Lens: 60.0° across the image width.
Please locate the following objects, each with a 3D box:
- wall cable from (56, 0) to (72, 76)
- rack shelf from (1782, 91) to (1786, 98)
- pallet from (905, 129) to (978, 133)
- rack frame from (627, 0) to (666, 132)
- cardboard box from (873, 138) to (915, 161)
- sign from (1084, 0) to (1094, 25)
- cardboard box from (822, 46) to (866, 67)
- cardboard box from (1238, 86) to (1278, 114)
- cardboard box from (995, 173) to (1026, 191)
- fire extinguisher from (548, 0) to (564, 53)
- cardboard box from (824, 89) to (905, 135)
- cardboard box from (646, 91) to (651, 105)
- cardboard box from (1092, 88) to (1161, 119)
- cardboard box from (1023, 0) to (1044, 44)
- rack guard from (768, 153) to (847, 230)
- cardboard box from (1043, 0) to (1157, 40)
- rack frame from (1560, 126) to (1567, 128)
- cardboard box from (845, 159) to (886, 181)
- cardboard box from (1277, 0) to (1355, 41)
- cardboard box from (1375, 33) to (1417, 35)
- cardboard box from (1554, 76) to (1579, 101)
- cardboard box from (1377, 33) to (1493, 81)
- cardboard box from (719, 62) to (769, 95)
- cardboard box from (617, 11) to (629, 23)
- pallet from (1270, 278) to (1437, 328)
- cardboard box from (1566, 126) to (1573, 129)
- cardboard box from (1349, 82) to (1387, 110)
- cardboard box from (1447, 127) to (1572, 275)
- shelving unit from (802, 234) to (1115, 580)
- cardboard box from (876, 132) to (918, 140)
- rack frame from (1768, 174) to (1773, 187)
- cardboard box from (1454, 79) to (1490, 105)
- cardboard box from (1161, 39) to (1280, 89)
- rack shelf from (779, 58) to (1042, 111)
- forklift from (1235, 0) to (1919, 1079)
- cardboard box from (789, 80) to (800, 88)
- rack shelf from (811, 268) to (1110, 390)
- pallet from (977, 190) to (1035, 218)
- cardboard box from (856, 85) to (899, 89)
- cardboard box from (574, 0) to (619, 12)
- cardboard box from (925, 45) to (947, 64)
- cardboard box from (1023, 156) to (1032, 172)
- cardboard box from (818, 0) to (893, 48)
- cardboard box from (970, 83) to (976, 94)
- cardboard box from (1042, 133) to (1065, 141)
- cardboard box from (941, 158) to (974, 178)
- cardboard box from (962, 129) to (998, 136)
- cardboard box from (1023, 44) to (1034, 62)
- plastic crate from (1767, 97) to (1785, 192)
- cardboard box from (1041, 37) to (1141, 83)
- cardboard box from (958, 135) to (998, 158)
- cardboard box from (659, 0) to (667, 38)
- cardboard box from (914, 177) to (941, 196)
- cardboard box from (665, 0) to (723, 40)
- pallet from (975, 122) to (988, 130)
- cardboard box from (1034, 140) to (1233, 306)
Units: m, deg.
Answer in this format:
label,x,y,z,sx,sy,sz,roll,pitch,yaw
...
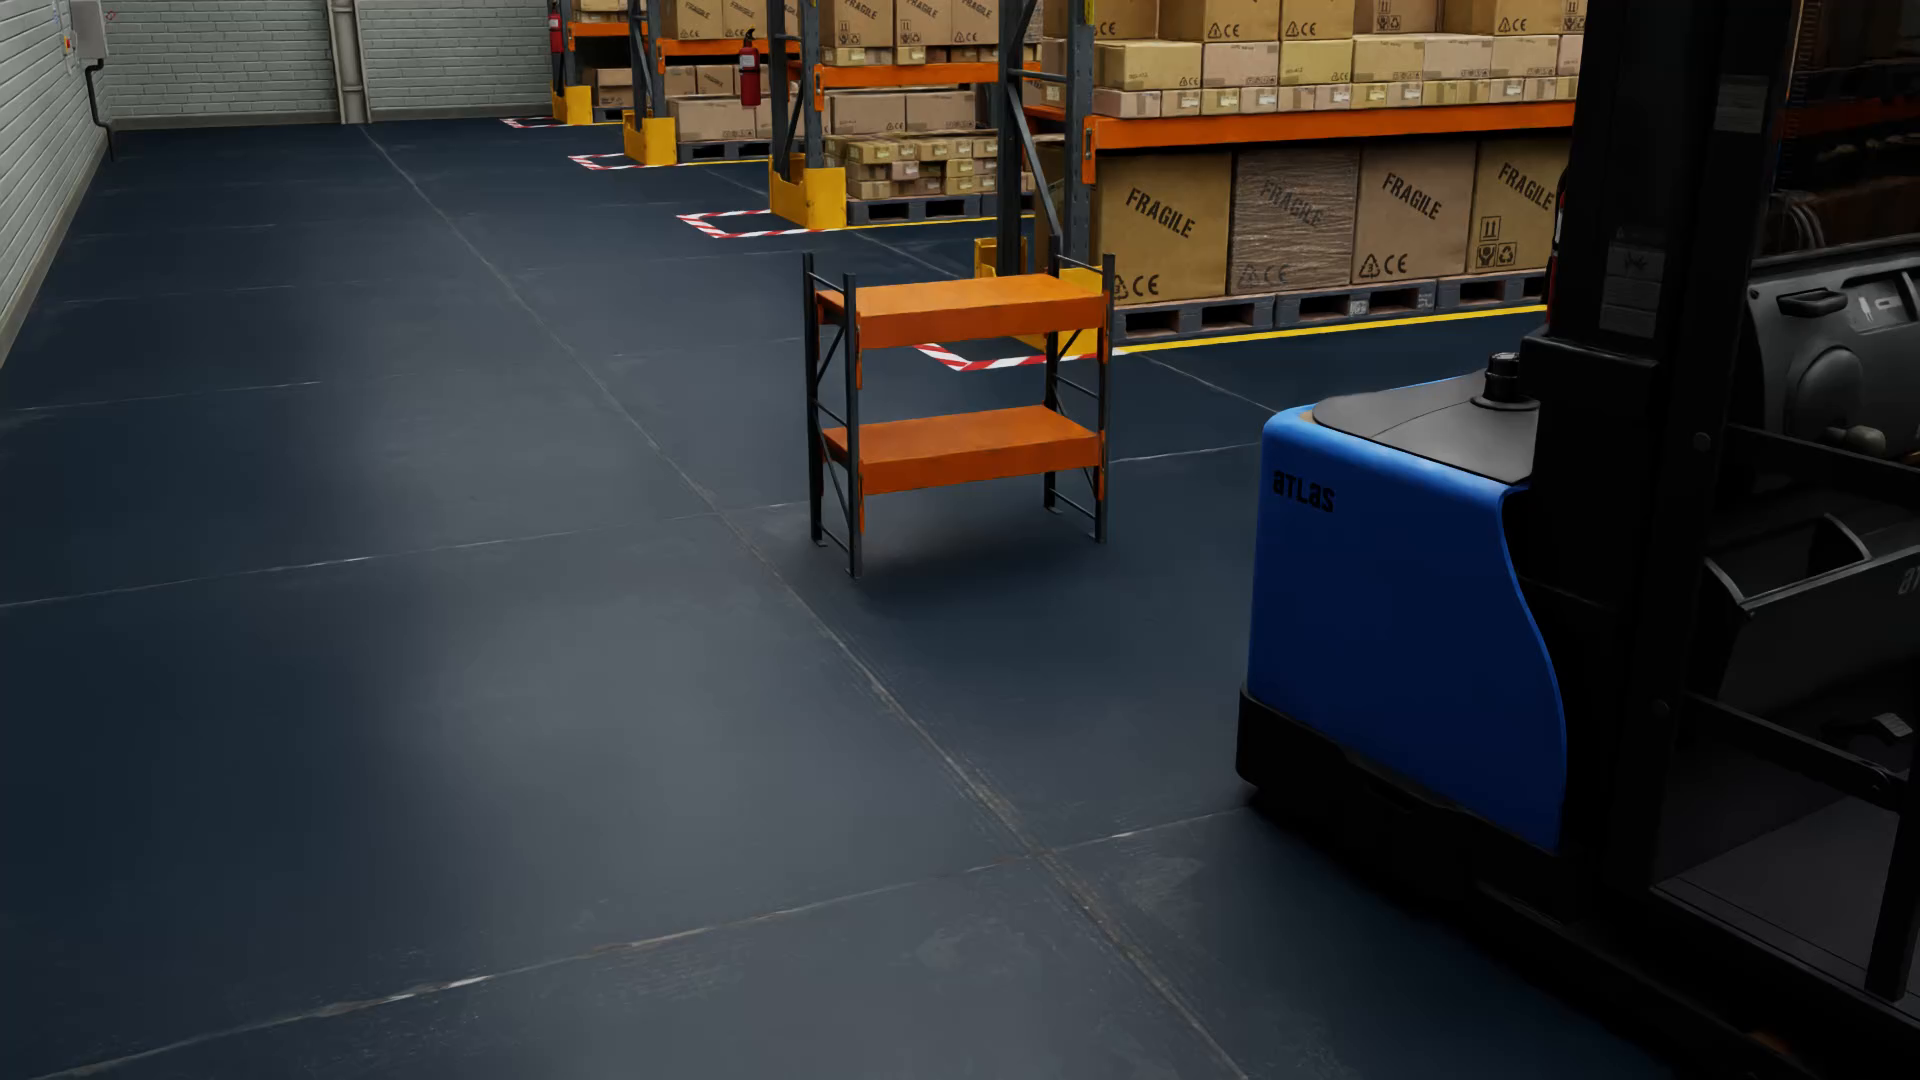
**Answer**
label,x,y,z,sx,sy,sz,roll,pitch,yaw
wall cable,-8.613,-5.424,15.834,0.123,1.953,0.585,-8,21,-22
rack shelf,5.989,-3.107,11.913,4.000,0.370,1.077,-8,21,-22
pallet,-0.502,-4.814,19.876,1.213,0.211,1.003,-8,21,-22
rack frame,-3.445,-5.679,18.135,0.127,3.000,1.000,-8,21,-22
cardboard box,-0.571,-3.355,14.299,0.250,0.149,0.380,-8,21,-21
sign,0.695,-2.933,8.912,0.005,0.325,0.100,-8,21,-22
cardboard box,-0.964,-4.007,13.764,0.250,0.149,0.380,-8,21,-22
cardboard box,1.646,-2.587,9.732,0.250,0.149,0.380,-8,21,-23
cardboard box,0.387,-3.171,14.671,0.250,0.149,0.380,-9,21,-25
fire extinguisher,-5.367,-6.820,22.052,0.183,0.674,0.296,-8,21,-22
cardboard box,-1.213,-5.027,19.508,0.875,0.438,0.875,-9,21,-24
cardboard box,-4.410,-6.141,23.108,0.250,0.149,0.380,-9,21,-24
cardboard box,0.937,-2.485,9.440,0.250,0.149,0.380,-8,21,-21
cardboard box,0.532,-4.553,14.338,0.500,0.500,0.500,-9,21,-23
rack guard,-1.322,-3.014,14.329,0.348,0.500,1.175,-8,21,-22
cardboard box,0.823,-3.225,9.812,0.500,0.500,0.500,-8,21,-21
rack frame,4.153,-3.183,11.046,0.127,3.000,1.000,-8,21,-22
cardboard box,-0.809,-3.167,14.213,0.250,0.149,0.380,-7,21,-20
cardboard box,1.960,-3.197,9.734,0.500,0.500,0.500,-9,21,-23
cardboard box,2.686,-3.137,10.693,0.500,0.250,0.500,-8,21,-21
cardboard box,3.766,-2.891,10.594,0.250,0.149,0.380,-8,21,-21
cardboard box,2.909,-2.979,10.243,0.500,0.250,0.500,-8,21,-21
cardboard box,-3.062,-6.500,23.598,0.500,0.500,0.700,-9,21,-24
cardboard box,-4.561,-7.126,22.623,0.250,0.149,0.380,-8,21,-23
pallet,2.302,-1.630,10.834,1.213,0.211,1.003,-8,21,-22
cardboard box,4.733,-2.469,11.586,0.875,0.875,1.225,-8,21,-22
cardboard box,2.349,-2.687,10.016,0.250,0.149,0.380,-9,21,-23
cardboard box,3.515,-2.317,11.152,0.875,0.875,0.875,-8,21,-22
shelving unit,-0.006,-0.530,6.333,1.048,1.125,0.538,-8,21,-22
cardboard box,-0.565,-3.552,14.859,0.250,0.149,0.380,-9,21,-23
rack frame,2.442,-1.147,5.262,0.127,3.000,1.000,-8,21,-22
cardboard box,3.058,-2.789,10.306,0.250,0.149,0.380,-8,21,-21
cardboard box,1.503,-2.778,9.673,0.500,0.250,0.500,-8,21,-23
rack shelf,0.445,-4.107,14.752,4.000,0.370,1.077,-8,21,-22
forklift,1.973,-0.370,3.160,1.130,2.935,3.031,-12,23,-31
cardboard box,-2.442,-6.634,24.262,0.500,0.311,0.500,-7,21,-20
rack shelf,-0.006,-0.806,6.235,1.000,0.278,0.538,-8,21,-22
pallet,0.557,-3.133,15.102,1.213,0.211,1.003,-8,21,-22
cardboard box,-1.209,-6.733,24.258,0.500,0.500,0.500,-7,21,-20
cardboard box,-4.891,-7.239,22.344,0.500,0.250,0.500,-8,21,-22
cardboard box,-0.295,-4.148,14.165,0.250,0.149,0.380,-7,21,-19
cardboard box,0.624,-3.391,14.848,0.250,0.149,0.380,-7,21,-19
cardboard box,-0.870,-4.345,13.748,0.500,0.500,0.500,-7,21,-19
cardboard box,0.215,-6.936,24.837,0.500,0.500,0.500,-9,21,-24
cardboard box,0.889,-3.523,14.776,0.250,0.149,0.380,-9,21,-24
cardboard box,-0.067,-3.246,14.437,0.250,0.149,0.380,-7,21,-20
cardboard box,0.208,-3.620,15.051,0.250,0.149,0.380,-9,21,-24
cardboard box,0.448,-4.228,14.391,0.250,0.149,0.380,-7,21,-20
plastic crate,2.676,-1.293,5.533,0.499,0.435,0.616,-8,21,-22
cardboard box,0.820,-2.871,9.938,0.500,0.250,0.500,-9,21,-23
cardboard box,0.165,-3.441,14.542,0.250,0.149,0.380,-7,21,-20
cardboard box,-3.107,-5.870,18.528,0.500,0.500,0.500,-8,21,-22
cardboard box,-0.351,-3.102,14.475,0.250,0.149,0.380,-8,21,-21
cardboard box,-2.891,-5.702,18.049,0.500,0.500,0.500,-8,21,-22
pallet,0.906,-5.015,20.446,1.213,0.211,1.003,-8,21,-22
cardboard box,1.036,-1.962,10.143,0.875,0.875,0.875,-8,21,-22
